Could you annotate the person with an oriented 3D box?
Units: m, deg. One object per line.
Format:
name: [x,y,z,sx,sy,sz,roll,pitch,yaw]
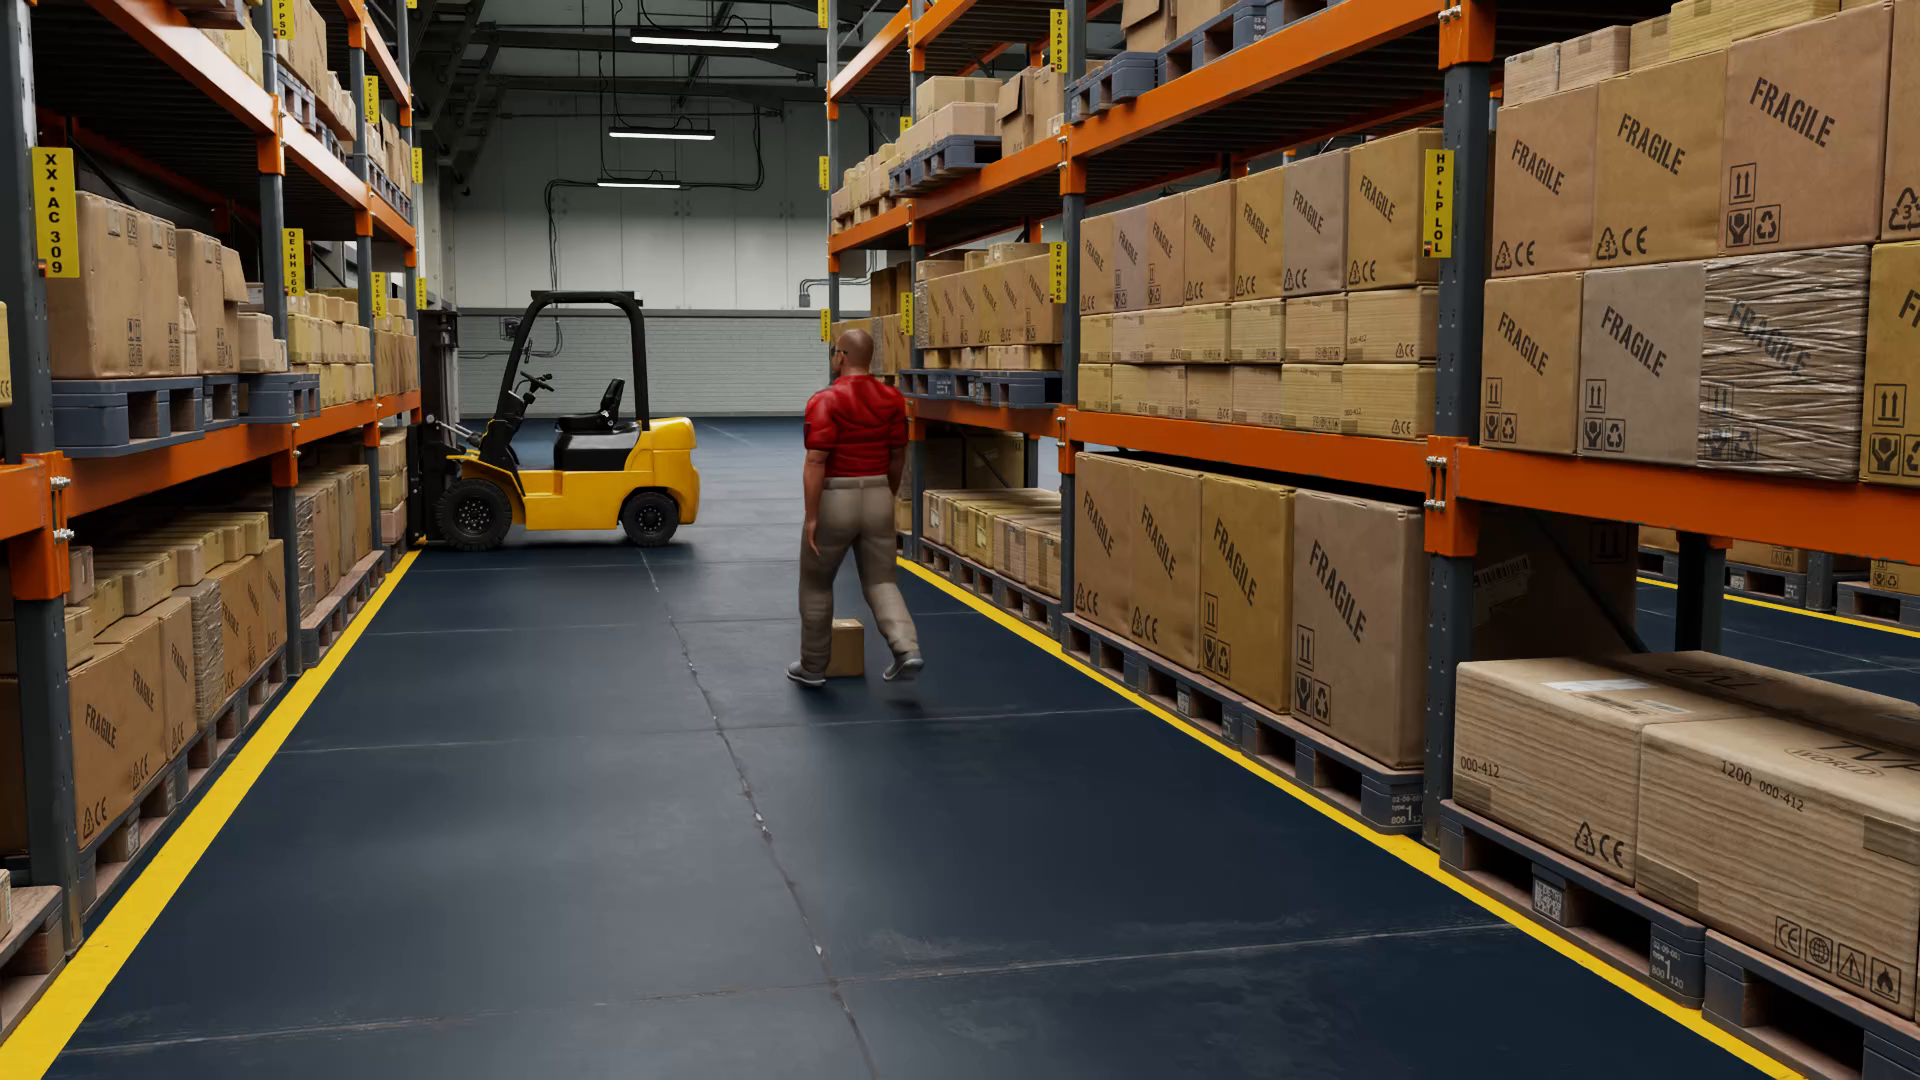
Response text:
person: [-0.523,-0.136,7.783,0.549,1.689,0.894,-3,7,-26]
